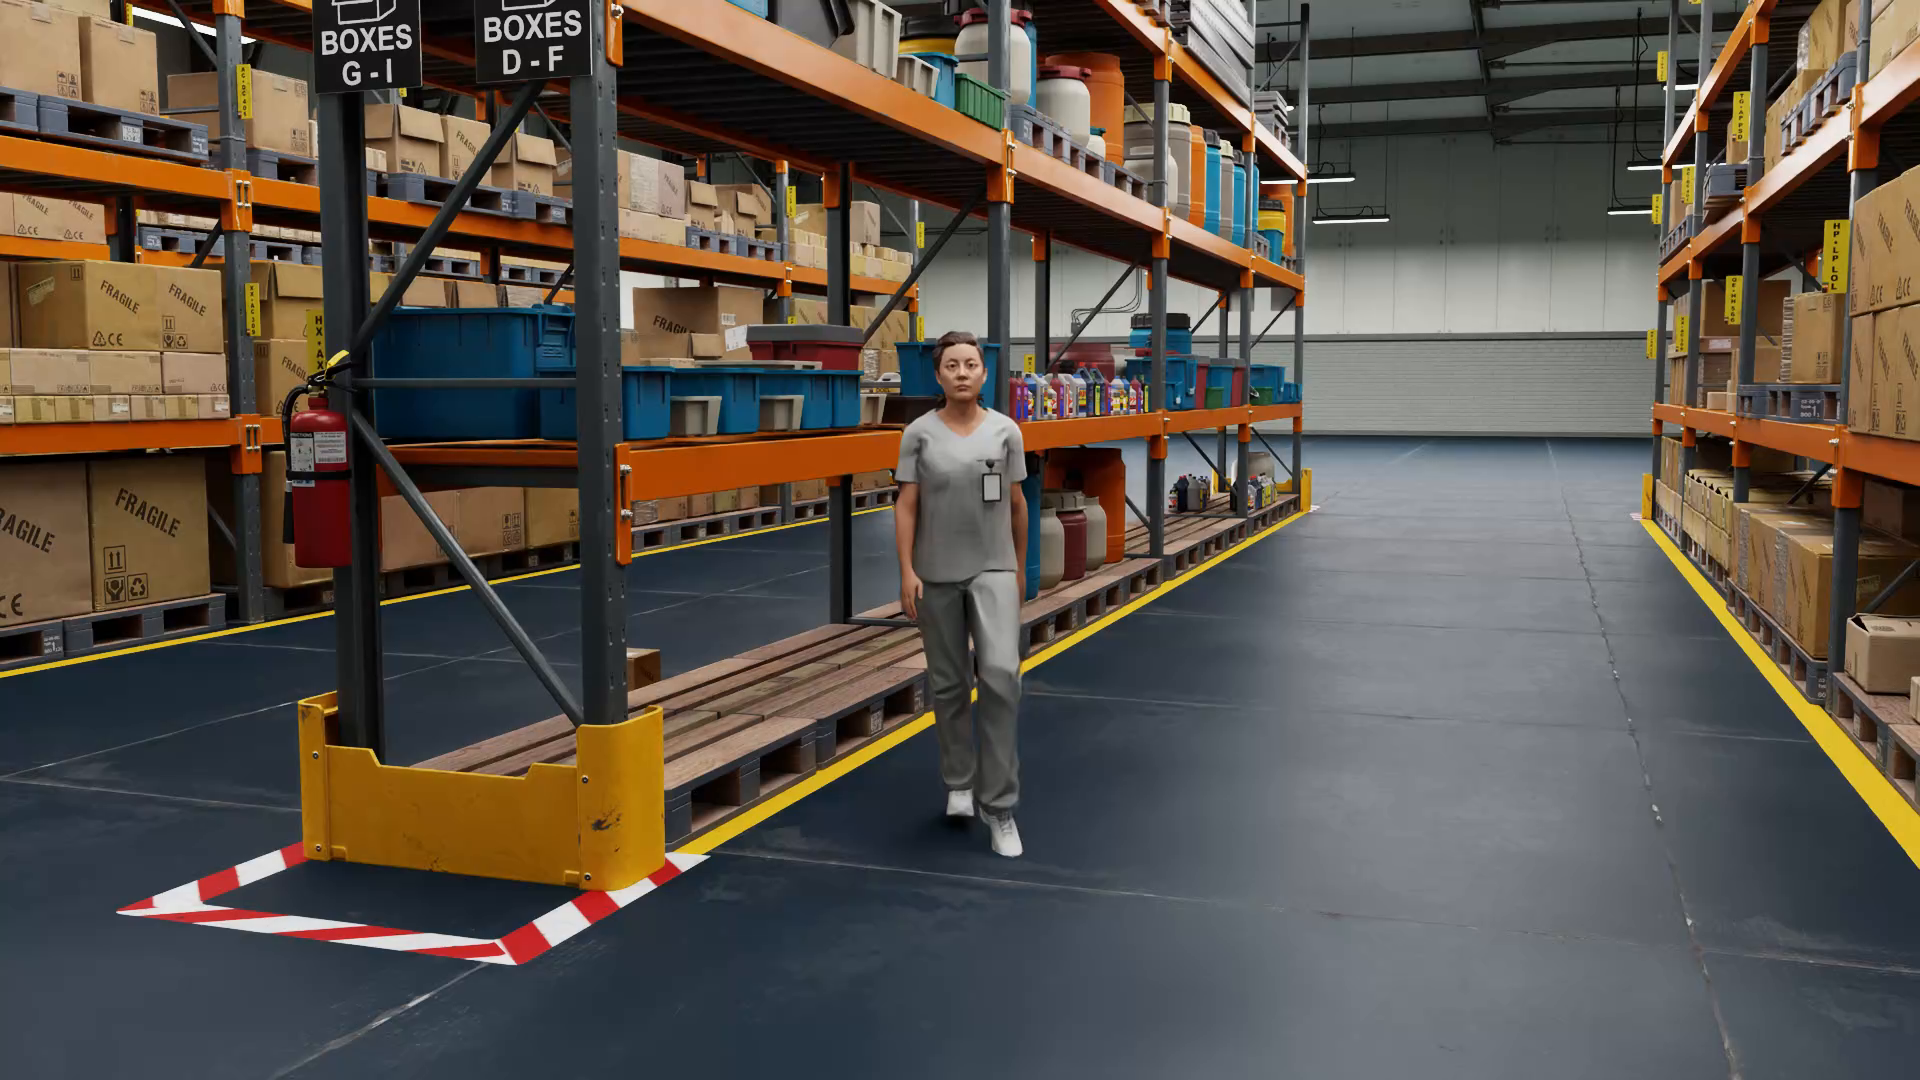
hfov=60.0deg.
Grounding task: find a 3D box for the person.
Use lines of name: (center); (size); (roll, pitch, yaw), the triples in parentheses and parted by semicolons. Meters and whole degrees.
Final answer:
person: (0.004, 0.162, 5.559); (0.451, 1.710, 0.622); (0, 5, 1)
